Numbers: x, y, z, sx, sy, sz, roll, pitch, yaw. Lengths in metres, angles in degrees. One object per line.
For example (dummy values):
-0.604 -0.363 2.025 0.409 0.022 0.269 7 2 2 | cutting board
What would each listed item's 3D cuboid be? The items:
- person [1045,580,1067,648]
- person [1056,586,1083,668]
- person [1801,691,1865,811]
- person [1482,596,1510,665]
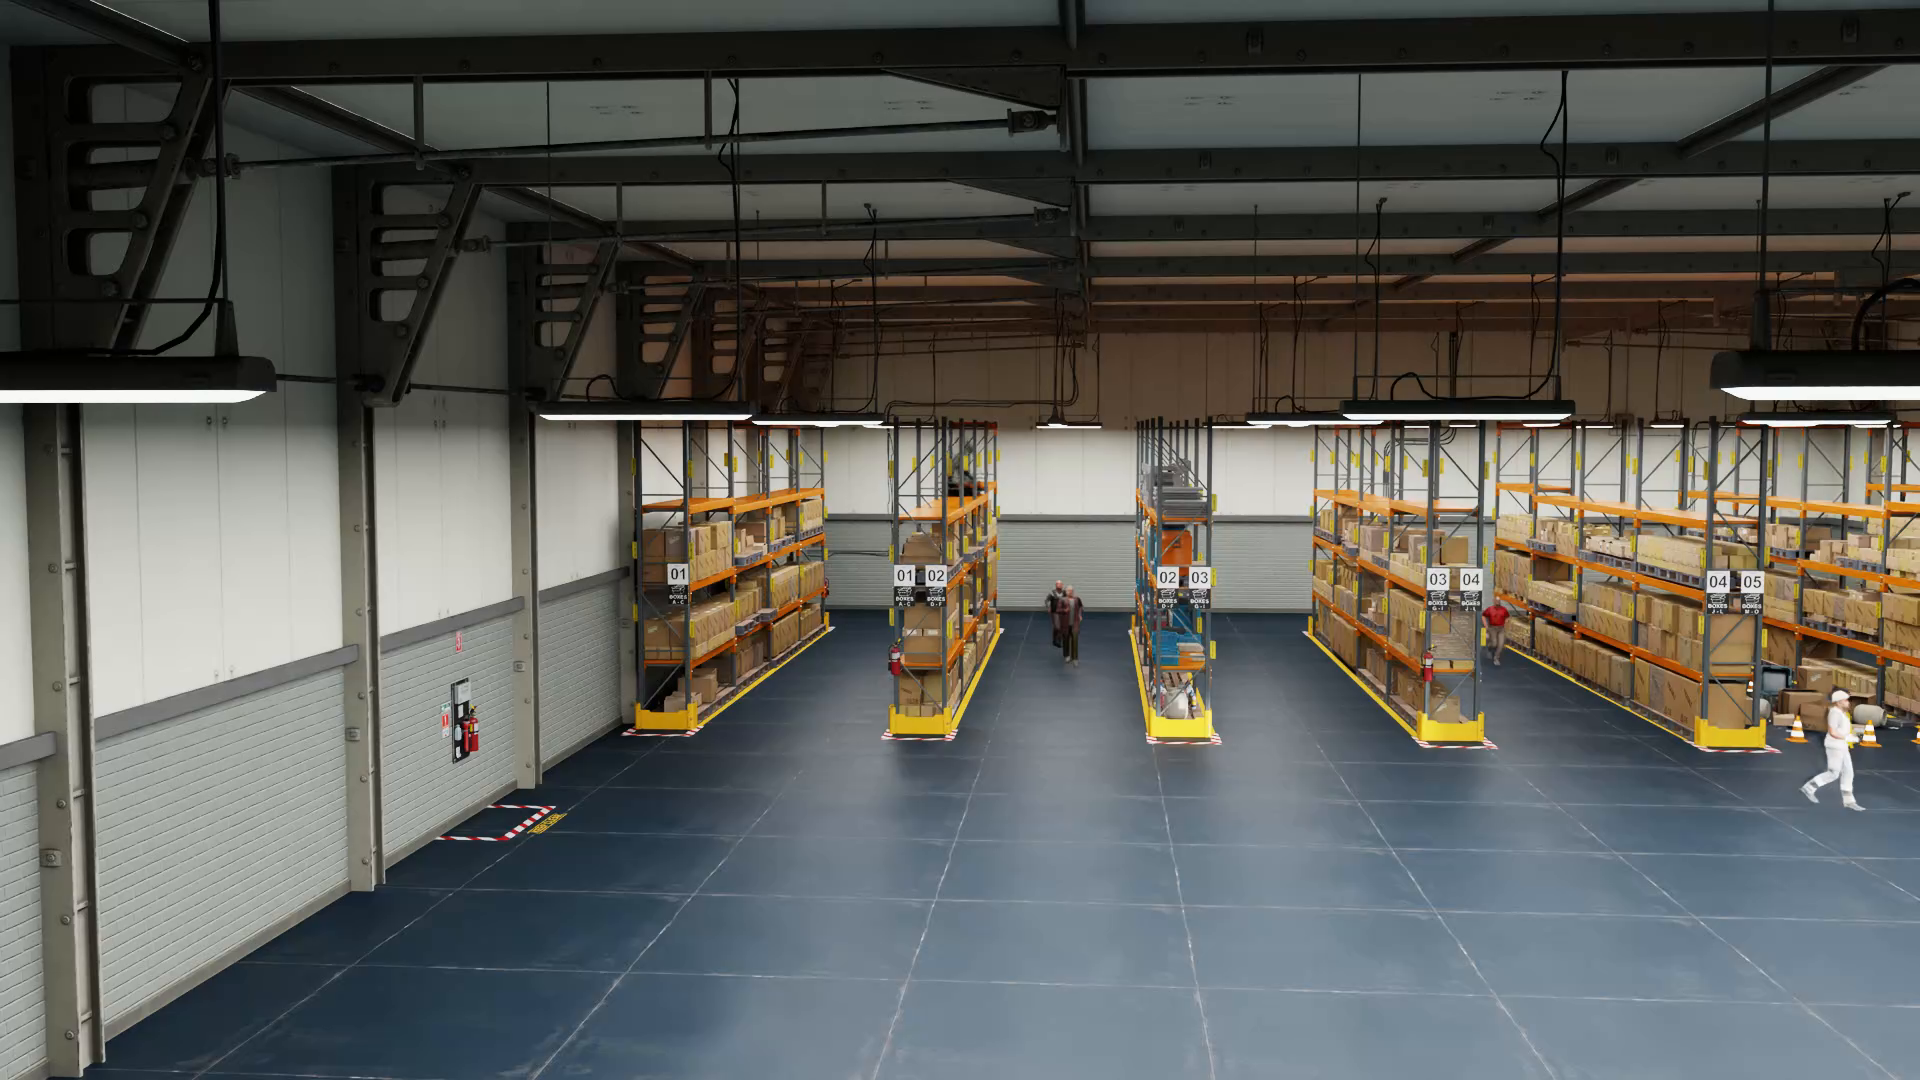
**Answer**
2.489 1.867 41.736 0.652 1.694 0.544 -1 4 -9 | person
2.571 2.046 38.809 0.685 1.778 0.797 0 4 -6 | person
13.282 3.176 25.238 0.872 1.801 0.685 3 5 39 | person
13.182 2.229 40.817 0.671 1.684 0.570 0 4 4 | person
